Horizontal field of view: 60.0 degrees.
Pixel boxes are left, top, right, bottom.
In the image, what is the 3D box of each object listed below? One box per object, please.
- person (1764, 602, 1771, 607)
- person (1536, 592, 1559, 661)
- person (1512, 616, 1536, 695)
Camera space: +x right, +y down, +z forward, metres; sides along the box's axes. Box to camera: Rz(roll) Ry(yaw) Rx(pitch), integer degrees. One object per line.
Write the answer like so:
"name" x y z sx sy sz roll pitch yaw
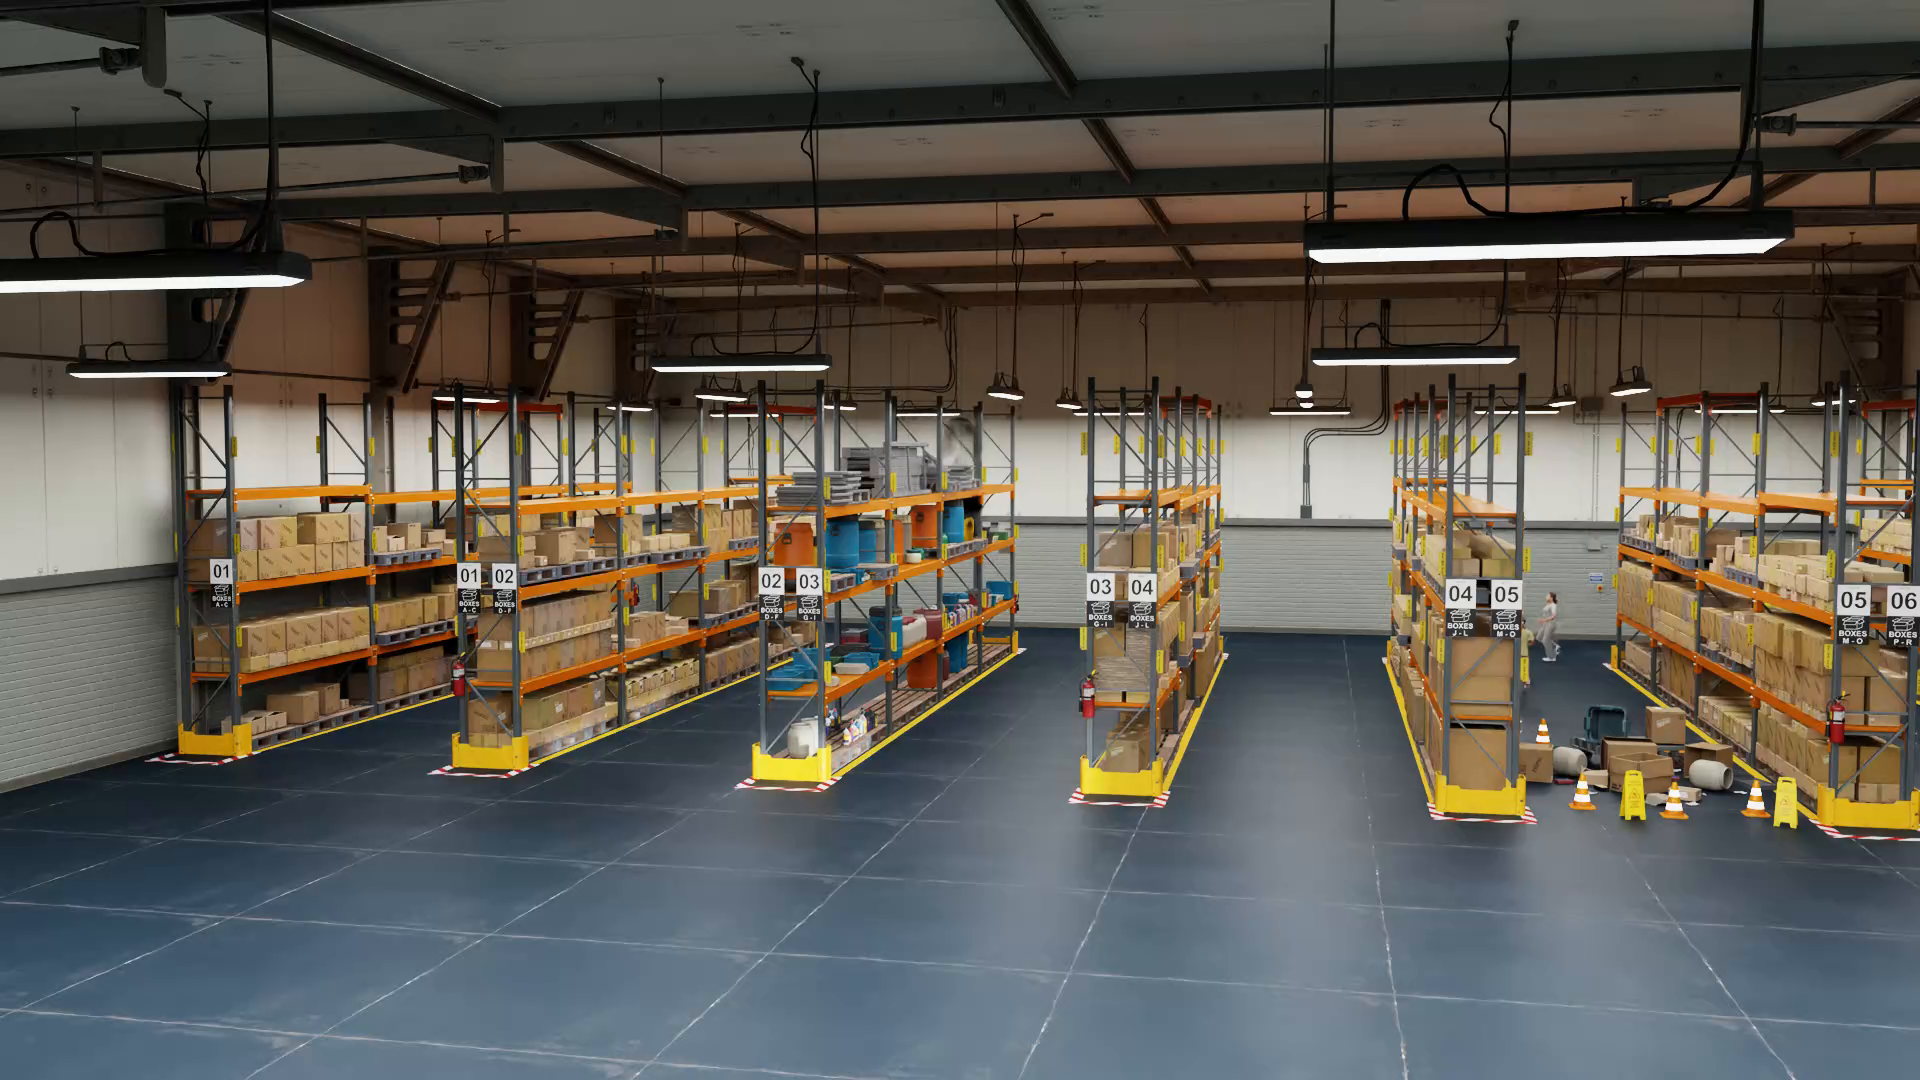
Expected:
"person" 16.953 2.195 34.968 0.708 1.765 0.824 0 3 -8
"person" 13.740 2.016 38.833 0.548 1.622 0.560 0 3 3
"person" 11.167 2.347 33.141 0.588 1.668 0.796 0 3 3
